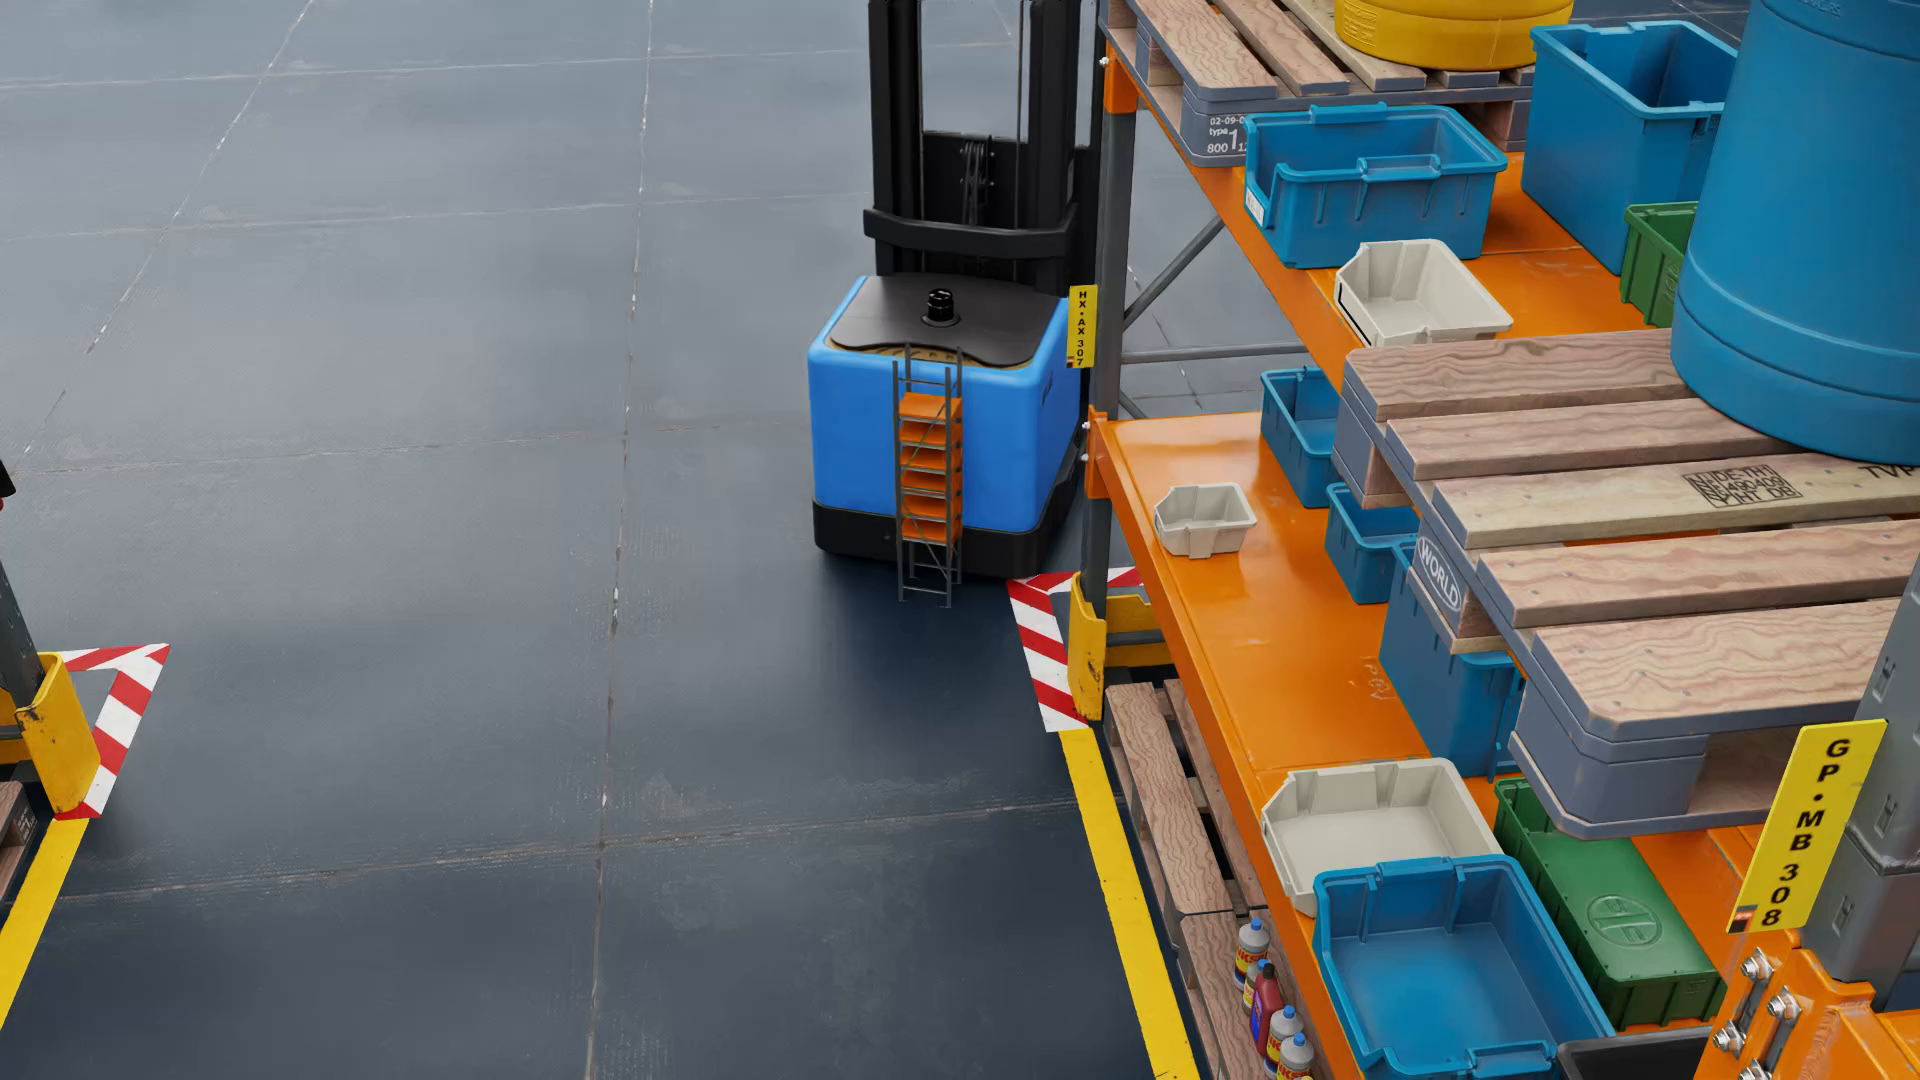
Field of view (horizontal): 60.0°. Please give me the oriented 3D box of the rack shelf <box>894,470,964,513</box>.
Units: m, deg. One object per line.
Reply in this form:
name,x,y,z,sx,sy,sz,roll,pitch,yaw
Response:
rack shelf,-0.132,-0.221,7.088,0.258,0.103,0.180,8,35,12

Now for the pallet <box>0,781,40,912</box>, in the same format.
pallet,-3.841,1.338,5.599,1.003,0.211,1.213,-4,35,-6

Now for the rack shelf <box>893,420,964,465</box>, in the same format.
rack shelf,-0.132,-0.420,6.953,0.258,0.103,0.180,8,35,12

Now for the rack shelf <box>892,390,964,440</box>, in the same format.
rack shelf,-0.132,-0.519,6.885,0.258,0.103,0.180,8,35,12

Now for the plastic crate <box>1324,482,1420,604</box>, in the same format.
plastic crate,1.428,-0.007,5.228,0.499,0.251,0.408,-4,35,-6

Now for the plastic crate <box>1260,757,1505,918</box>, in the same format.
plastic crate,1.051,0.766,4.196,0.530,0.136,0.437,-4,35,-6

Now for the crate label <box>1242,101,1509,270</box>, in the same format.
crate label,0.907,-0.796,3.723,0.502,0.251,0.408,-4,35,-6

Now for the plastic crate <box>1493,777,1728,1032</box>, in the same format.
plastic crate,1.618,0.853,4.023,0.450,0.188,0.662,-4,35,-6

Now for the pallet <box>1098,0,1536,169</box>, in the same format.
pallet,0.997,-1.380,4.616,1.003,0.211,1.213,-4,35,-6

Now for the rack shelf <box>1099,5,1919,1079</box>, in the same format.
rack shelf,1.252,-0.514,3.816,1.077,0.370,4.000,-4,35,-6

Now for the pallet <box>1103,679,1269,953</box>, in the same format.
pallet,1.143,0.957,6.158,1.003,0.211,1.213,-4,35,-6

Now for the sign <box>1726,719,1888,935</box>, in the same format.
sign,0.974,0.337,1.921,0.100,0.325,0.005,-4,35,-6

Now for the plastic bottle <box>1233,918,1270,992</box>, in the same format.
plastic bottle,0.918,1.293,5.221,0.097,0.271,0.097,0,34,0

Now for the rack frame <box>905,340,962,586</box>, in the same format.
rack frame,-0.109,-0.308,7.136,0.240,1.200,0.006,8,35,12

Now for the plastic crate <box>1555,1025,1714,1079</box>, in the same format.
plastic crate,1.576,1.268,3.280,0.767,0.338,0.504,-4,35,-6

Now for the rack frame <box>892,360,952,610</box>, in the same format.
rack frame,-0.154,-0.208,6.990,0.240,1.200,0.006,8,35,12

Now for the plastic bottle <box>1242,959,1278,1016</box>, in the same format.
plastic bottle,0.932,1.380,5.156,0.097,0.201,0.097,0,34,0

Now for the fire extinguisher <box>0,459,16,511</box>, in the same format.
fire extinguisher,-3.484,-0.379,5.712,0.296,0.674,0.183,-4,35,-6

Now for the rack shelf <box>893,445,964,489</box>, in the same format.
rack shelf,-0.132,-0.320,7.020,0.258,0.103,0.180,8,35,12

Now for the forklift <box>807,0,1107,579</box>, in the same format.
forklift,0.193,-1.864,7.882,1.130,2.935,3.031,8,35,12

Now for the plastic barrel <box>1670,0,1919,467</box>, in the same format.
plastic barrel,1.493,-0.639,2.543,0.600,0.901,0.708,-4,35,-6

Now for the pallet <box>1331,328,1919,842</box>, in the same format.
pallet,1.327,-0.012,2.609,1.213,0.211,1.003,-4,35,-6

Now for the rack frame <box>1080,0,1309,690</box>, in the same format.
rack frame,0.983,-0.688,6.096,1.000,3.000,0.127,-4,35,-6

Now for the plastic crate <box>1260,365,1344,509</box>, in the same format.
plastic crate,1.346,-0.370,5.761,0.499,0.251,0.616,-4,35,-6

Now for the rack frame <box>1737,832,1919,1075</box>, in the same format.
rack frame,1.521,1.544,2.820,1.000,3.000,0.127,-4,35,-6

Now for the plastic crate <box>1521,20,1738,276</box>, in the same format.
plastic crate,1.537,-0.879,3.727,0.392,0.384,0.575,-4,35,-6

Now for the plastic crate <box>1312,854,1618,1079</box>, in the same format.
plastic crate,1.103,1.009,3.738,0.499,0.251,0.616,-4,35,-6

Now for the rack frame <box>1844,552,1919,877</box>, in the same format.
rack frame,1.521,-0.935,1.131,1.000,3.000,0.127,-4,35,-6

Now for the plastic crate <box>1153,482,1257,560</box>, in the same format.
plastic crate,0.784,-0.055,5.401,0.298,0.136,0.250,-4,35,-6

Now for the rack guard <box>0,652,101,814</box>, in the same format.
rack guard,-3.915,0.763,6.187,1.175,0.500,0.348,-4,35,-6

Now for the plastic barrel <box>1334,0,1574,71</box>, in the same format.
plastic barrel,1.262,-1.552,4.160,0.600,0.588,0.600,0,34,0

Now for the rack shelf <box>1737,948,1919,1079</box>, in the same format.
rack shelf,1.790,1.718,0.540,1.077,0.370,4.000,-4,35,-6

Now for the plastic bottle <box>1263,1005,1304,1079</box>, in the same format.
plastic bottle,0.964,1.485,4.940,0.097,0.271,0.097,0,34,0

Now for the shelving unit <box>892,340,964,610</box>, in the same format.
shelving unit,-0.132,-0.258,7.063,0.258,1.200,0.189,8,35,12

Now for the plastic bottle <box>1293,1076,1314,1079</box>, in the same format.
plastic bottle,0.991,1.625,4.797,0.097,0.201,0.097,0,34,0

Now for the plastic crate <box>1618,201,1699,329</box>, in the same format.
plastic crate,1.578,-0.509,3.357,0.336,0.188,0.450,-4,35,-6

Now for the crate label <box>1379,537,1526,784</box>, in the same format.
crate label,1.498,0.304,4.608,0.502,0.435,0.616,-4,35,-6

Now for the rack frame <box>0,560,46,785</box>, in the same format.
rack frame,-3.925,-0.313,5.545,1.000,3.000,0.127,-4,35,-6

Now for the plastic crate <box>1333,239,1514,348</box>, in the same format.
plastic crate,0.904,-0.451,3.319,0.243,0.136,0.396,-4,35,-6

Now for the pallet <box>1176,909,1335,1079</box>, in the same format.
pallet,1.304,1.637,5.161,1.003,0.211,1.213,-4,35,-6

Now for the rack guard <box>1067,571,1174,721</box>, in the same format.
rack guard,1.039,0.384,6.742,1.175,0.500,0.348,-4,35,-6

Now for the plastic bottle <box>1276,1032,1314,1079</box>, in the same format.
plastic bottle,0.977,1.540,4.858,0.097,0.271,0.097,0,34,0

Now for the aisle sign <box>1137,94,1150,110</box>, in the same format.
aisle sign,0.683,-1.780,5.390,0.394,0.787,0.004,-4,35,-6

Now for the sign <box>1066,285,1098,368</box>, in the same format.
sign,0.437,-0.763,5.960,0.100,0.325,0.005,-4,35,-6

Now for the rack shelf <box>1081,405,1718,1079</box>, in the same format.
rack shelf,1.252,0.726,4.660,1.077,0.370,4.000,-4,35,-6

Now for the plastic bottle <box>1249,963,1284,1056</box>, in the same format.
plastic bottle,0.930,1.416,5.030,0.061,0.283,0.133,-4,34,-6

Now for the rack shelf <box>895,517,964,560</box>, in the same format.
rack shelf,-0.132,-0.023,7.223,0.258,0.103,0.180,8,35,12

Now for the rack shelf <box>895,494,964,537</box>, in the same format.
rack shelf,-0.132,-0.122,7.156,0.258,0.103,0.180,8,35,12
